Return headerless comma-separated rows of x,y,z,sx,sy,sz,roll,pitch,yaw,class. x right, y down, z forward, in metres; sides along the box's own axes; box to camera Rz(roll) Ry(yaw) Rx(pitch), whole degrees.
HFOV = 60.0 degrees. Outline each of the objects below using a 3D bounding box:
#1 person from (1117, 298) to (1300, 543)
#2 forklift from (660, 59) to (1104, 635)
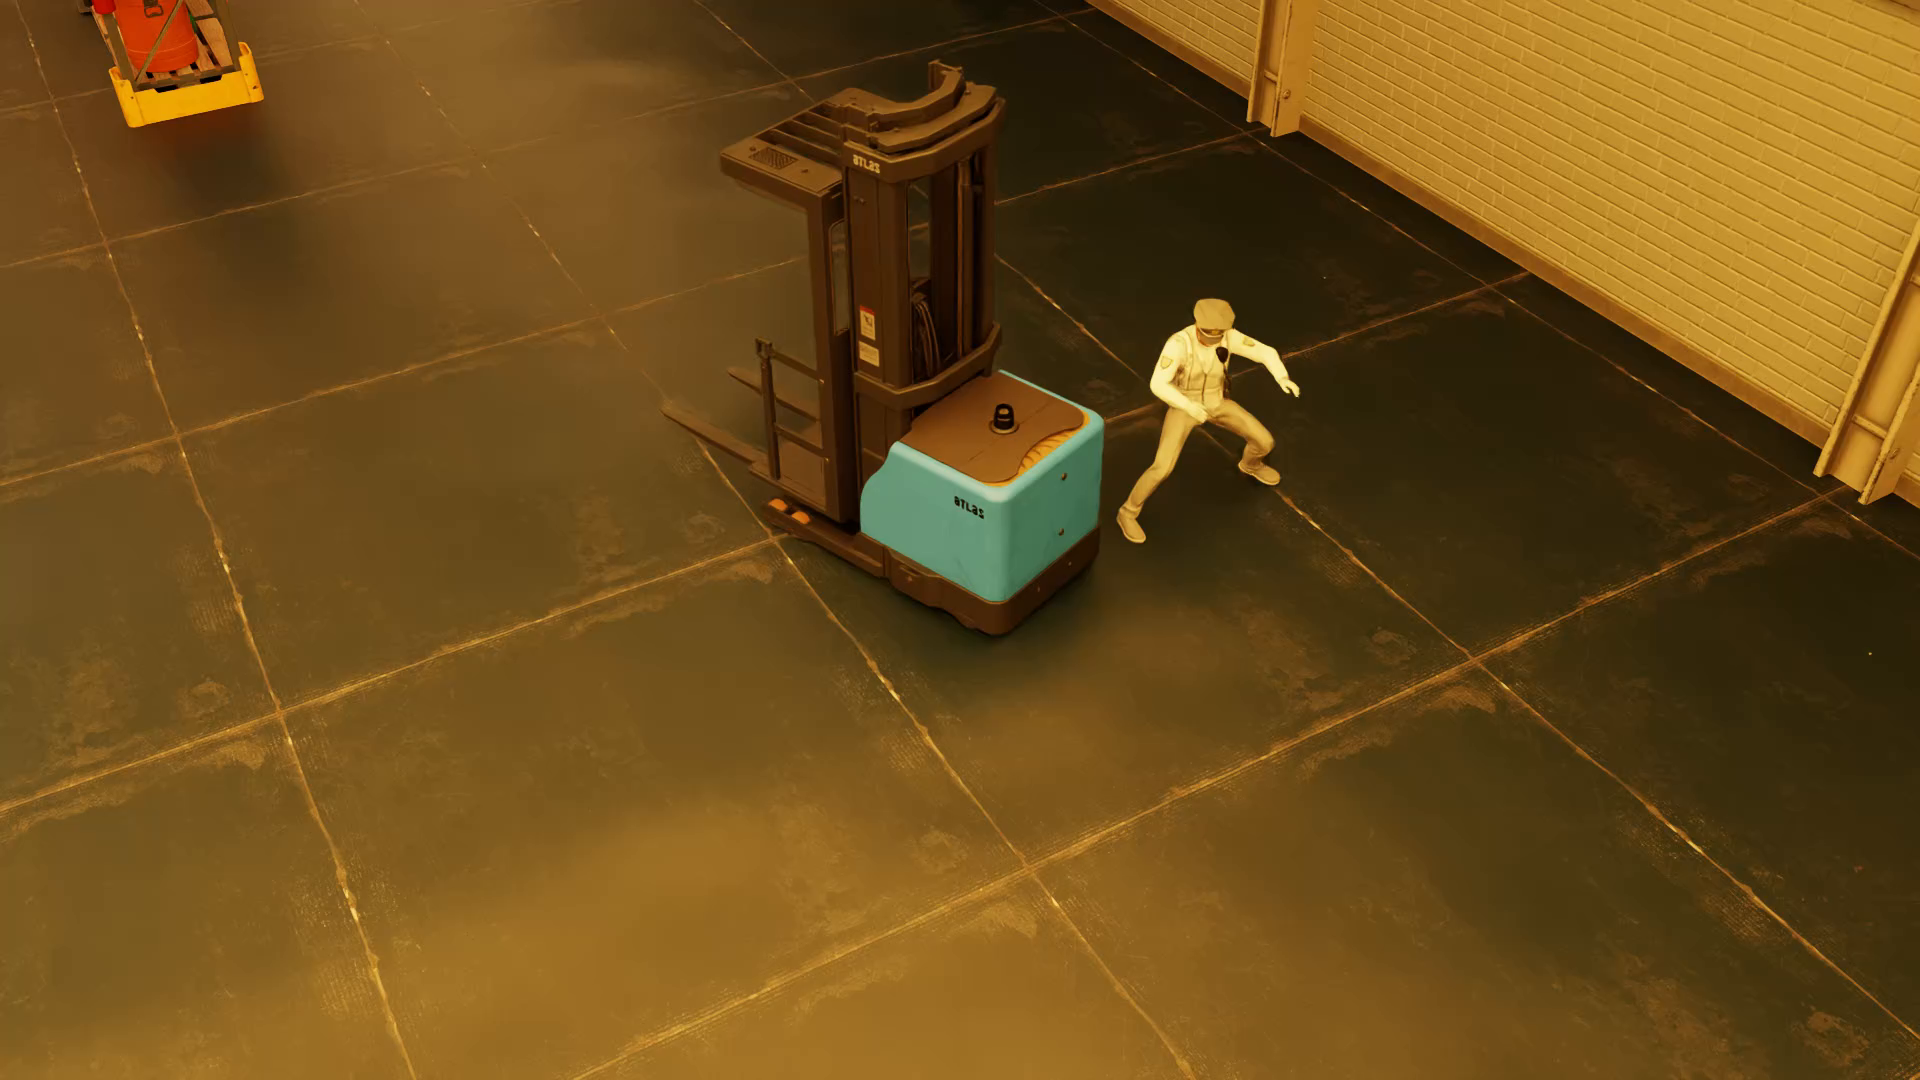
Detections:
1.530,-0.783,10.140,1.140,1.449,0.634,-7,40,-8,person
-0.615,-1.373,9.692,3.031,2.935,1.130,28,47,29,forklift
